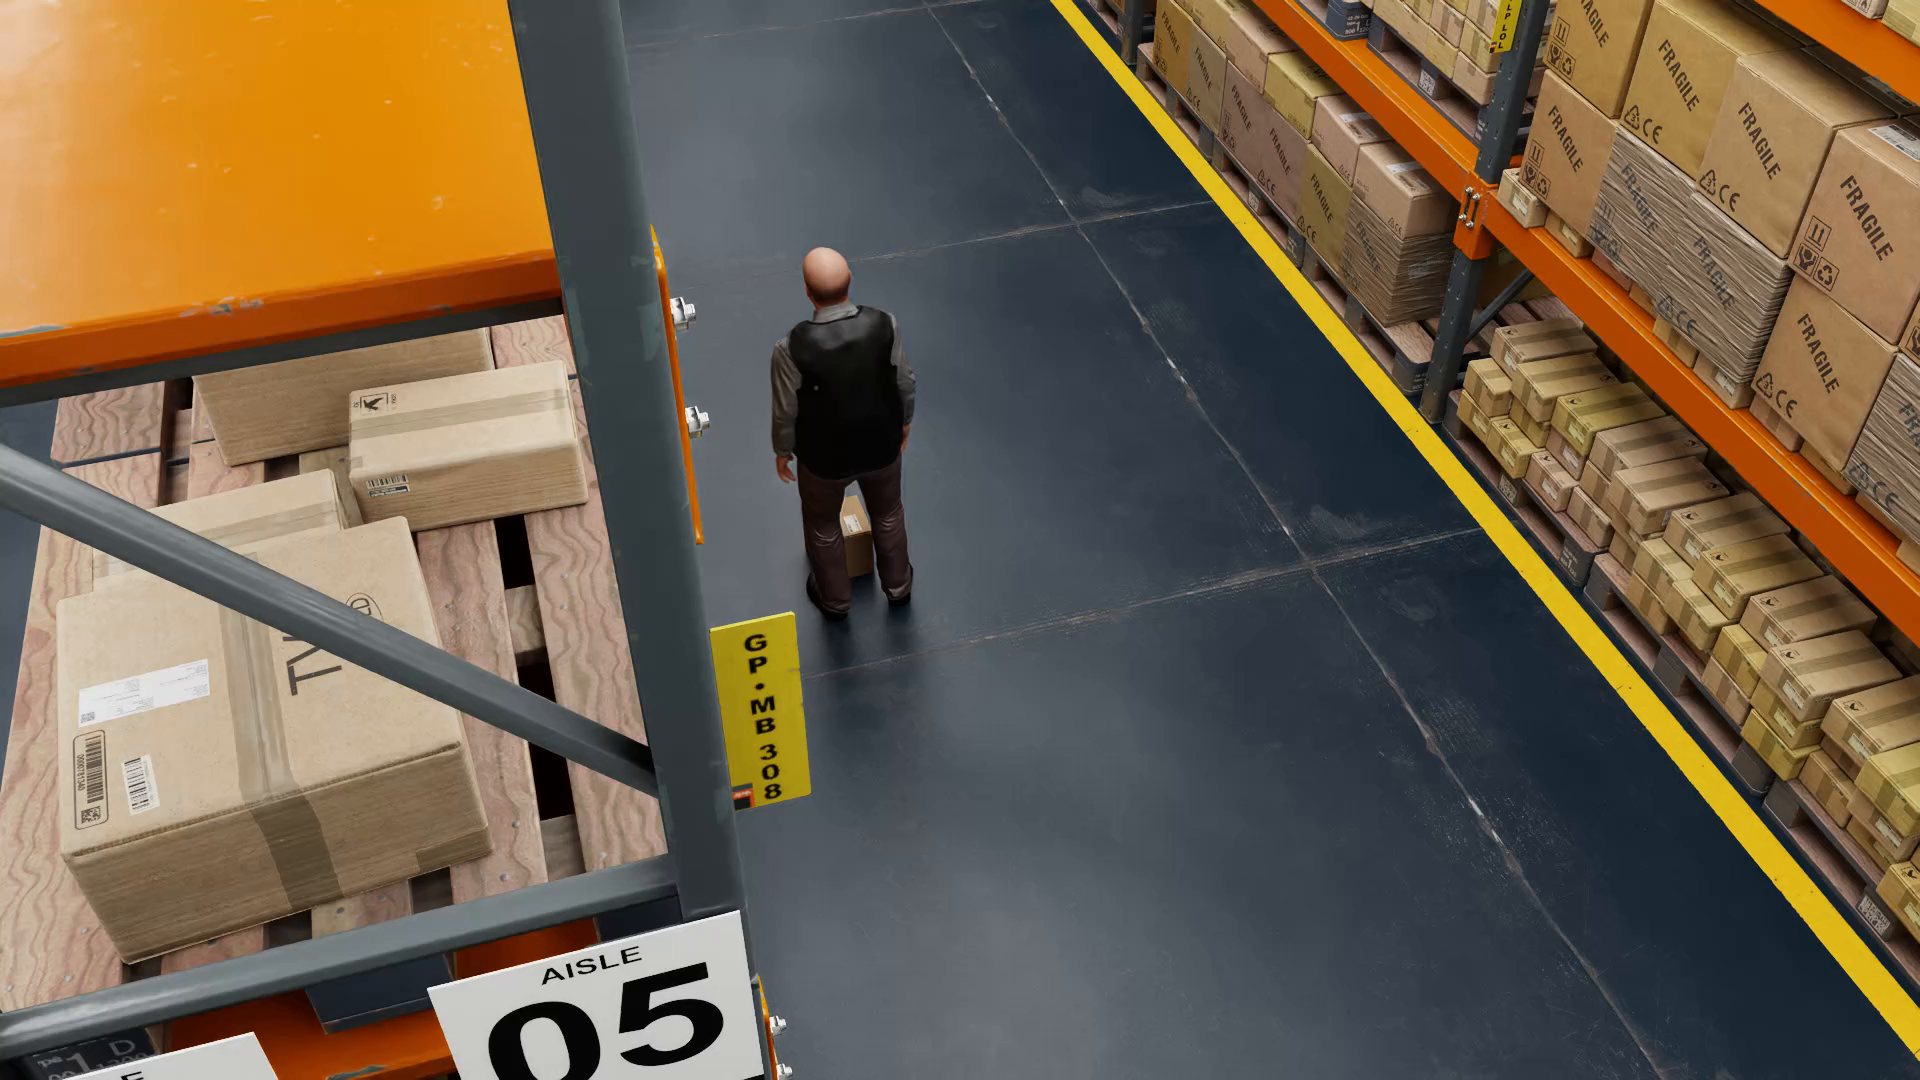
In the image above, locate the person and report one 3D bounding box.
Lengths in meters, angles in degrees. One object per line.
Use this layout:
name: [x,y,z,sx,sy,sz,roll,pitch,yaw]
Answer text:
person: [-0.457,-0.385,6.605,0.594,1.721,0.374,-14,44,-15]
